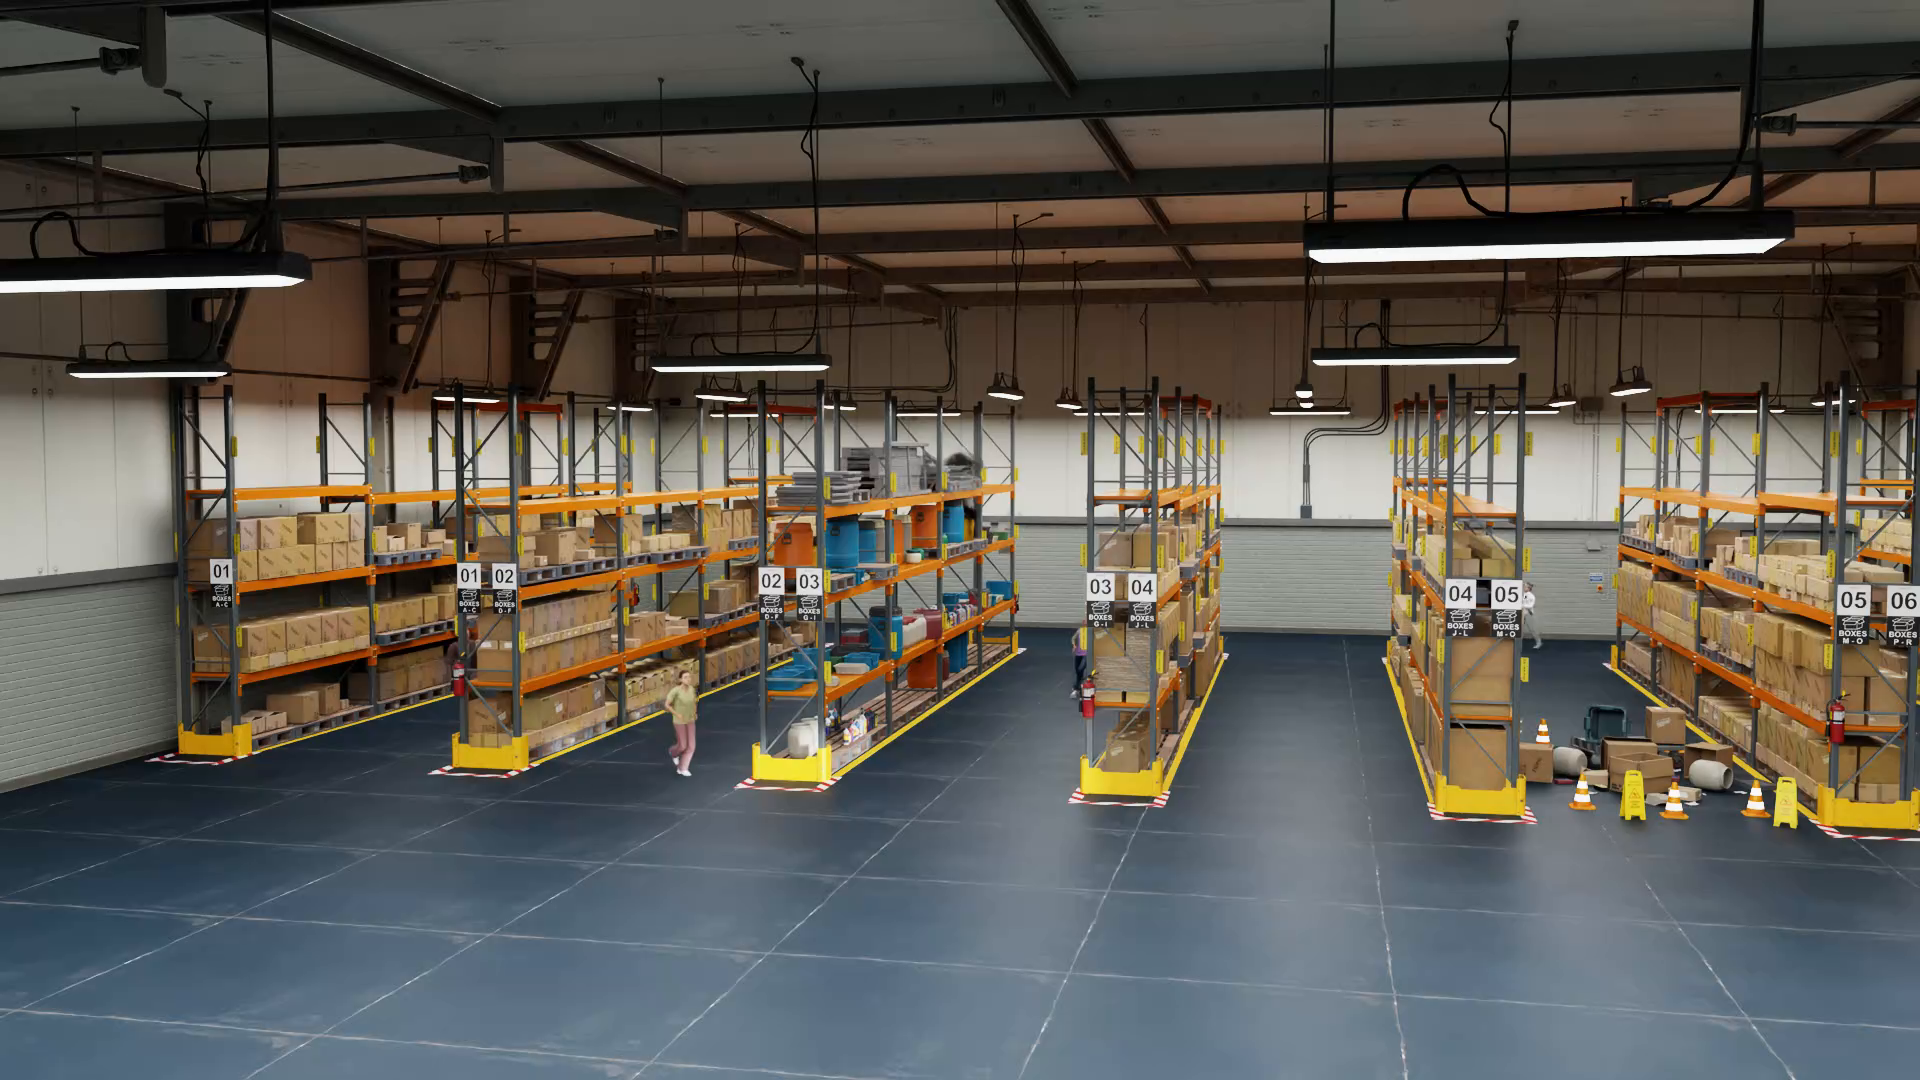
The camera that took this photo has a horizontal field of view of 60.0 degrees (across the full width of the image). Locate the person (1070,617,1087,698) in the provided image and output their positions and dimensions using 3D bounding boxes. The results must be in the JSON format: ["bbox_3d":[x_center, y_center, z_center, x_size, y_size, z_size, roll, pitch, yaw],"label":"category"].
[{"bbox_3d":[2.487,2.337,33.409,0.624,1.595,0.802,1,4,24],"label":"person"}]

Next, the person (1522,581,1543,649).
[{"bbox_3d":[13.865,1.871,40.656,0.826,1.735,0.590,-1,3,-19],"label":"person"}]

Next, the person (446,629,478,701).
[{"bbox_3d":[-8.930,2.454,30.164,0.700,1.758,1.057,0,3,-9],"label":"person"}]

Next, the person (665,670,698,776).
[{"bbox_3d":[-4.279,2.778,25.462,0.567,1.616,0.606,-2,4,-38],"label":"person"}]
